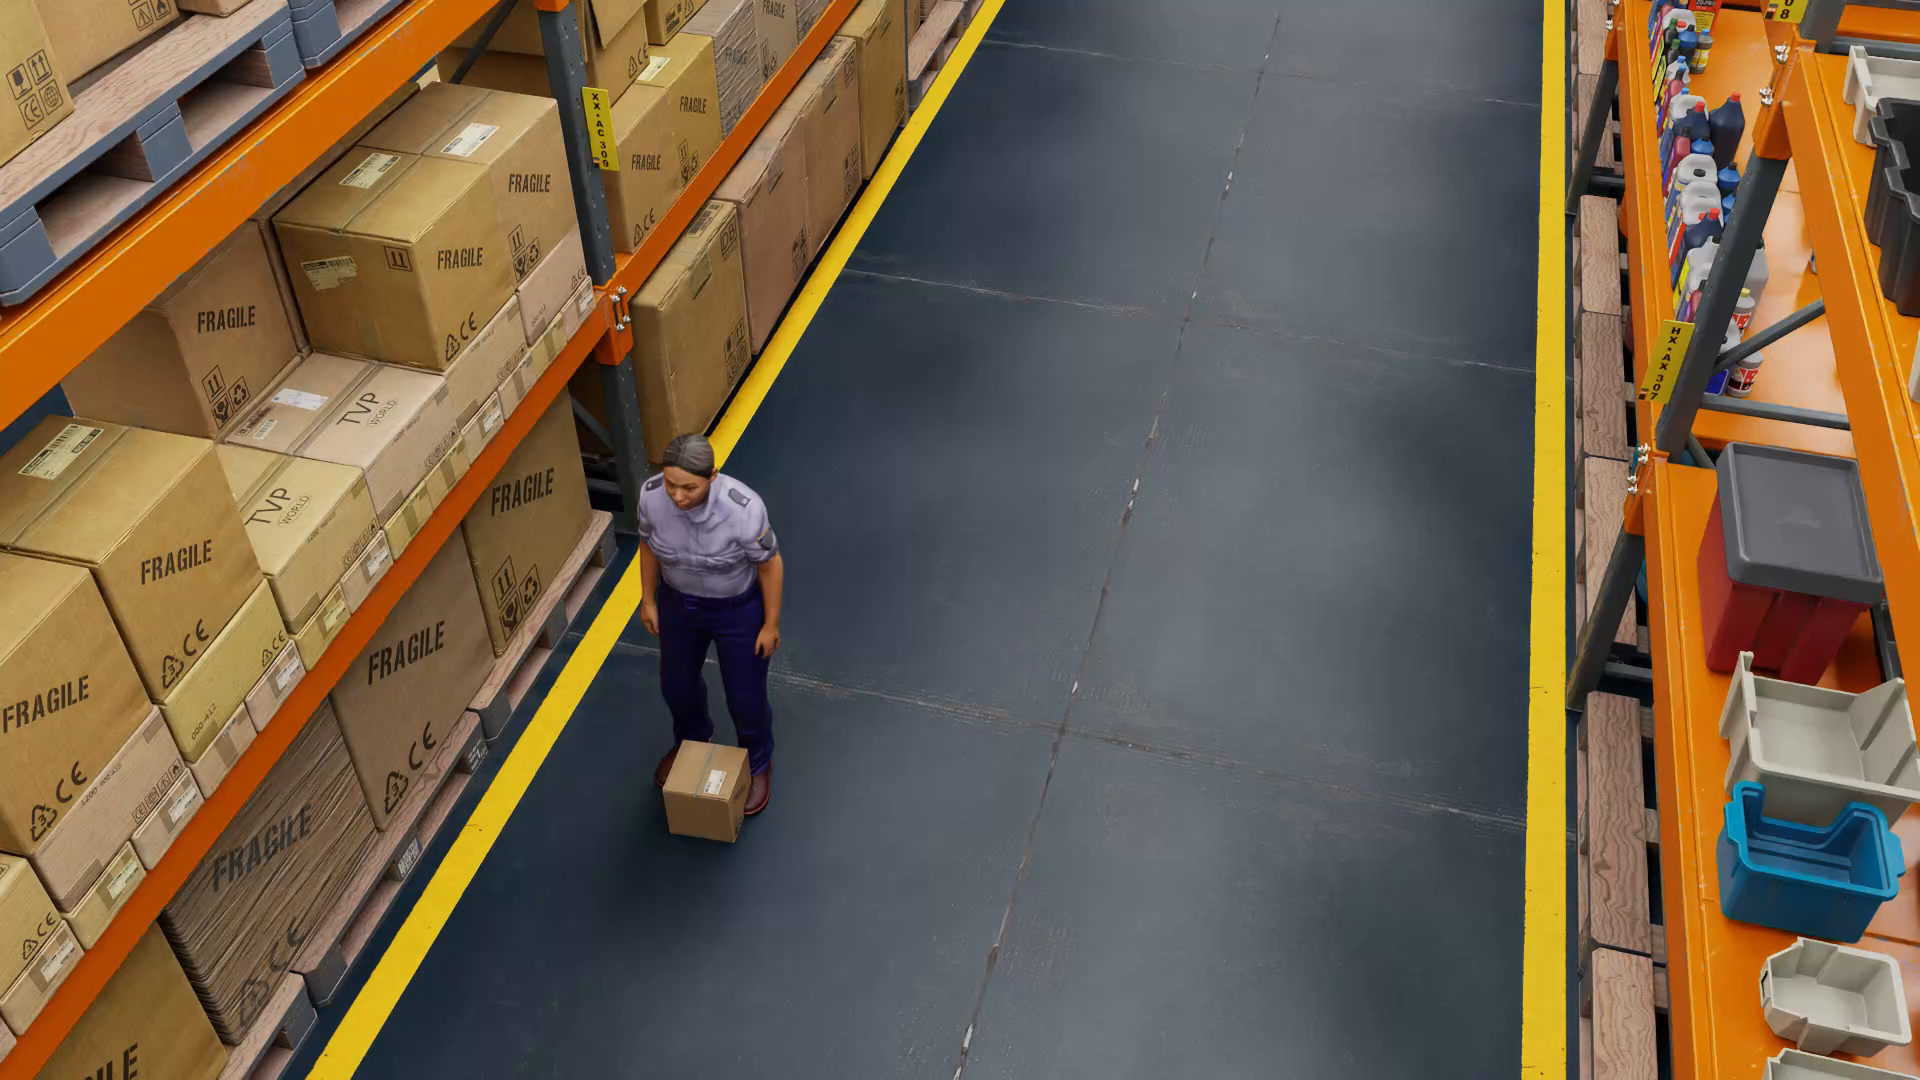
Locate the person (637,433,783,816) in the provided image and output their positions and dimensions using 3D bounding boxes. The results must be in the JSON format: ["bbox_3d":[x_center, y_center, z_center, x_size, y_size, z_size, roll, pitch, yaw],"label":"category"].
[{"bbox_3d":[-0.883,0.277,5.870,0.538,1.624,0.413,10,42,12],"label":"person"}]
